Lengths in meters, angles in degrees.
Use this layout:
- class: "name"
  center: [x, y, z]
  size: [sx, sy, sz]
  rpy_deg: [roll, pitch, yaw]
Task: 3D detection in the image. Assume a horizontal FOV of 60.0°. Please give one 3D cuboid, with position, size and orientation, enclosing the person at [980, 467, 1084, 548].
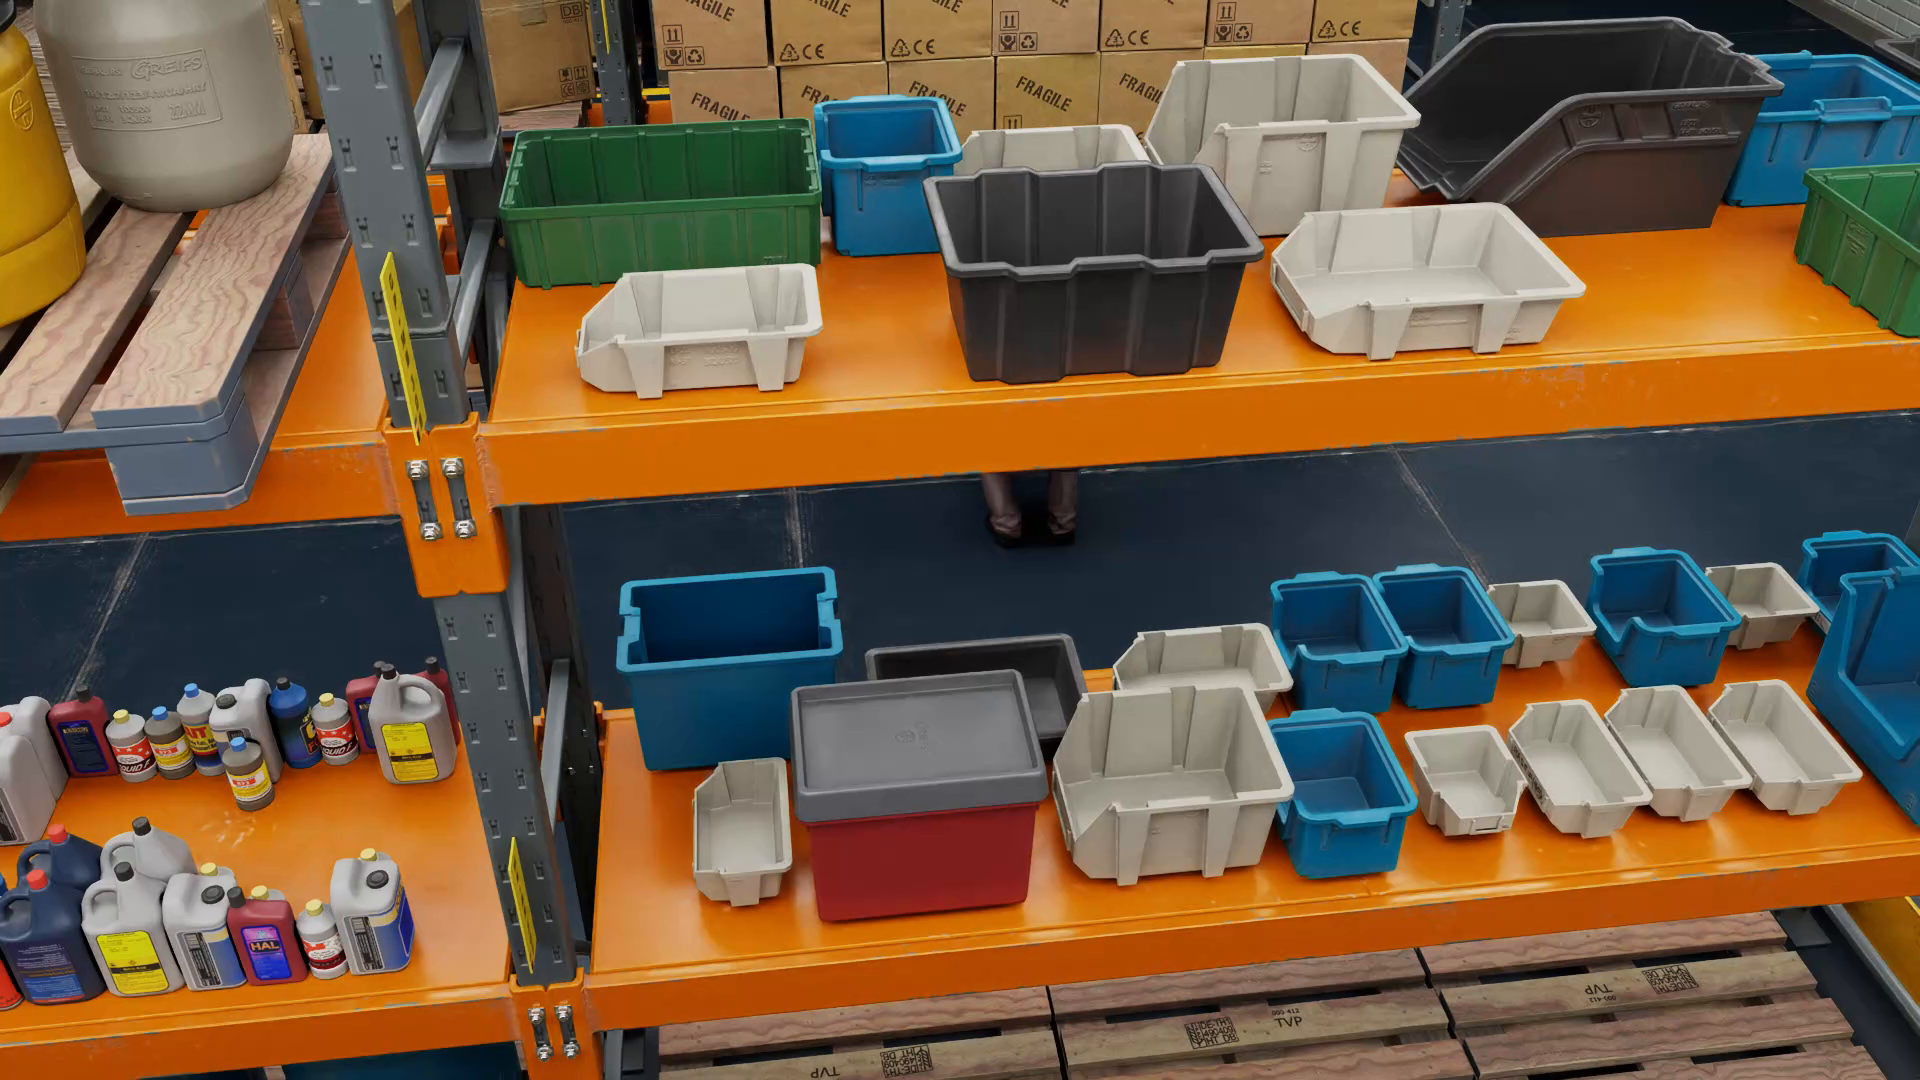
- class: "person"
  center: [0.310, -0.513, 7.591]
  size: [0.513, 0.955, 0.908]
  rpy_deg: [-5, 35, -8]
